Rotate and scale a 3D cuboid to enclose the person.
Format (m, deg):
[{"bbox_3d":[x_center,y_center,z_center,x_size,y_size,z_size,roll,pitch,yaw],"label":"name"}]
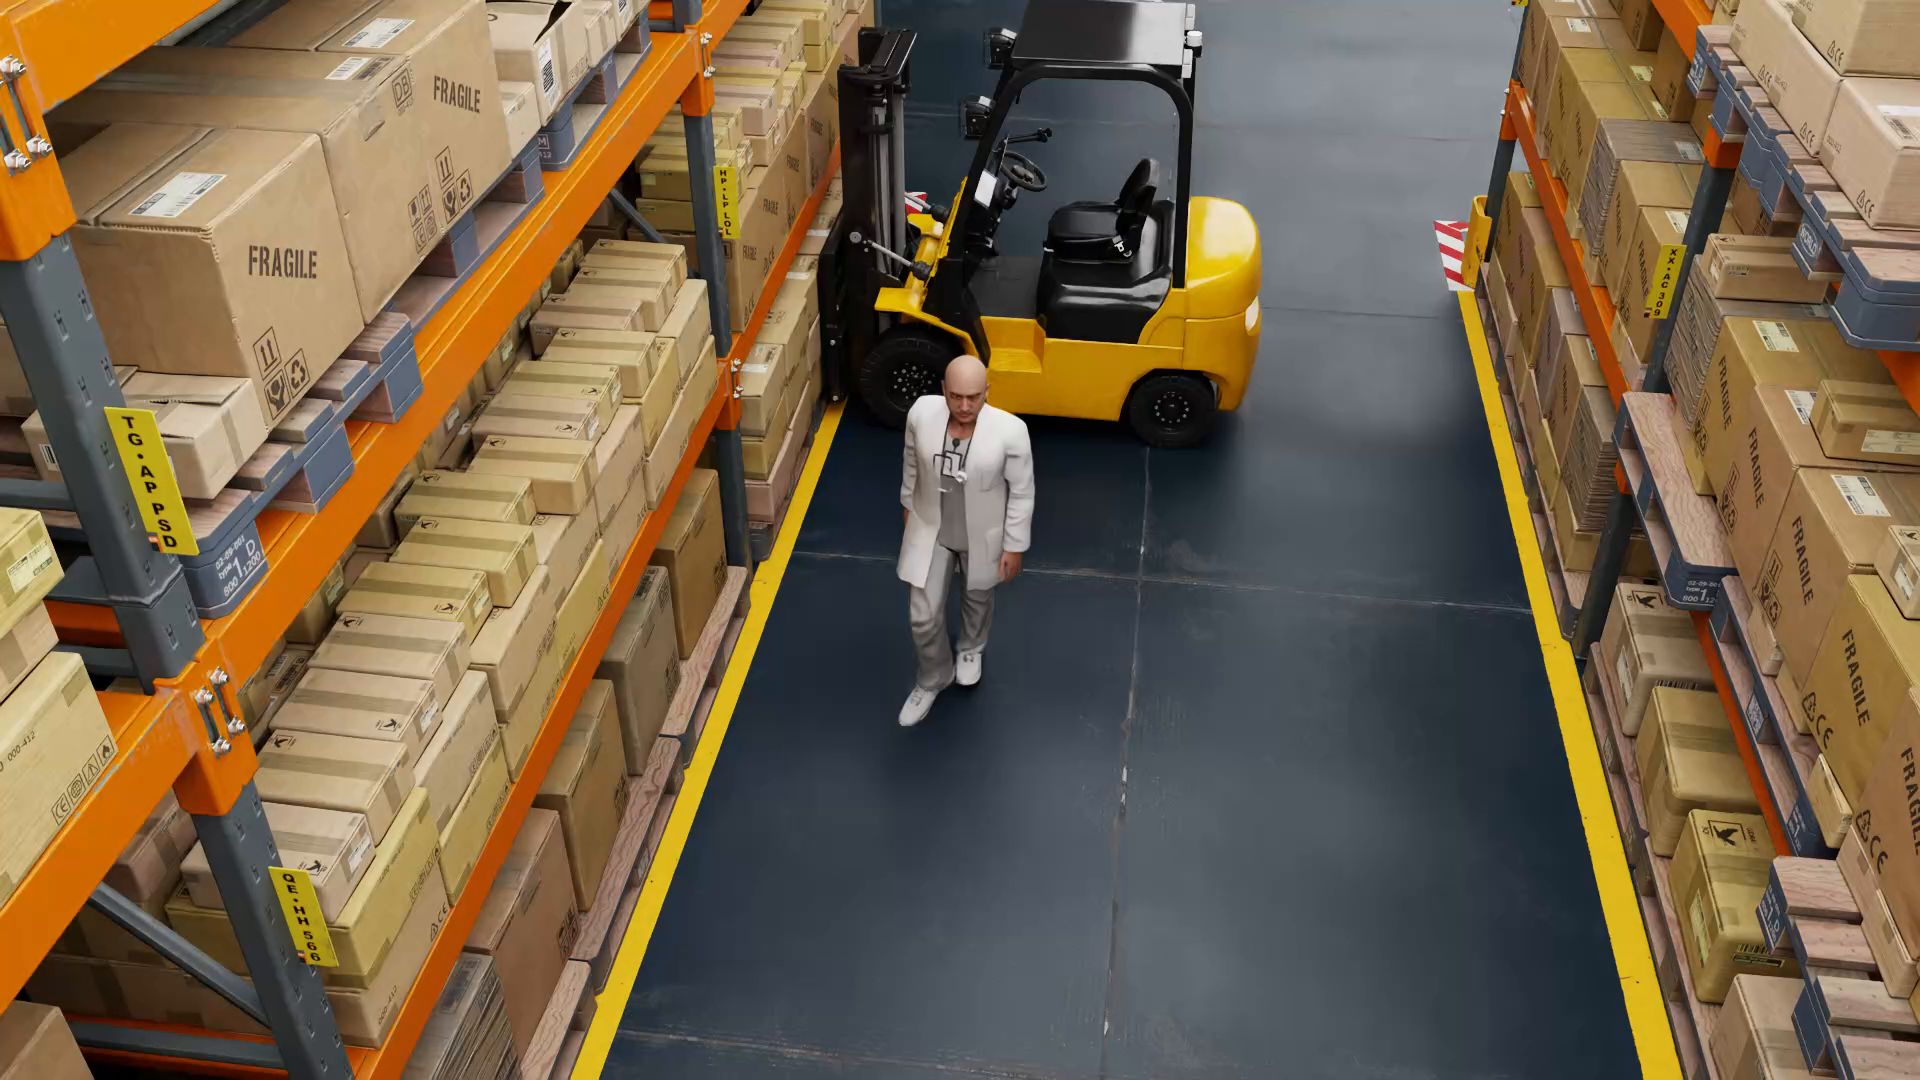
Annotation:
[{"bbox_3d":[0.022,-0.041,7.123,0.608,1.809,0.619,6,36,8],"label":"person"}]
